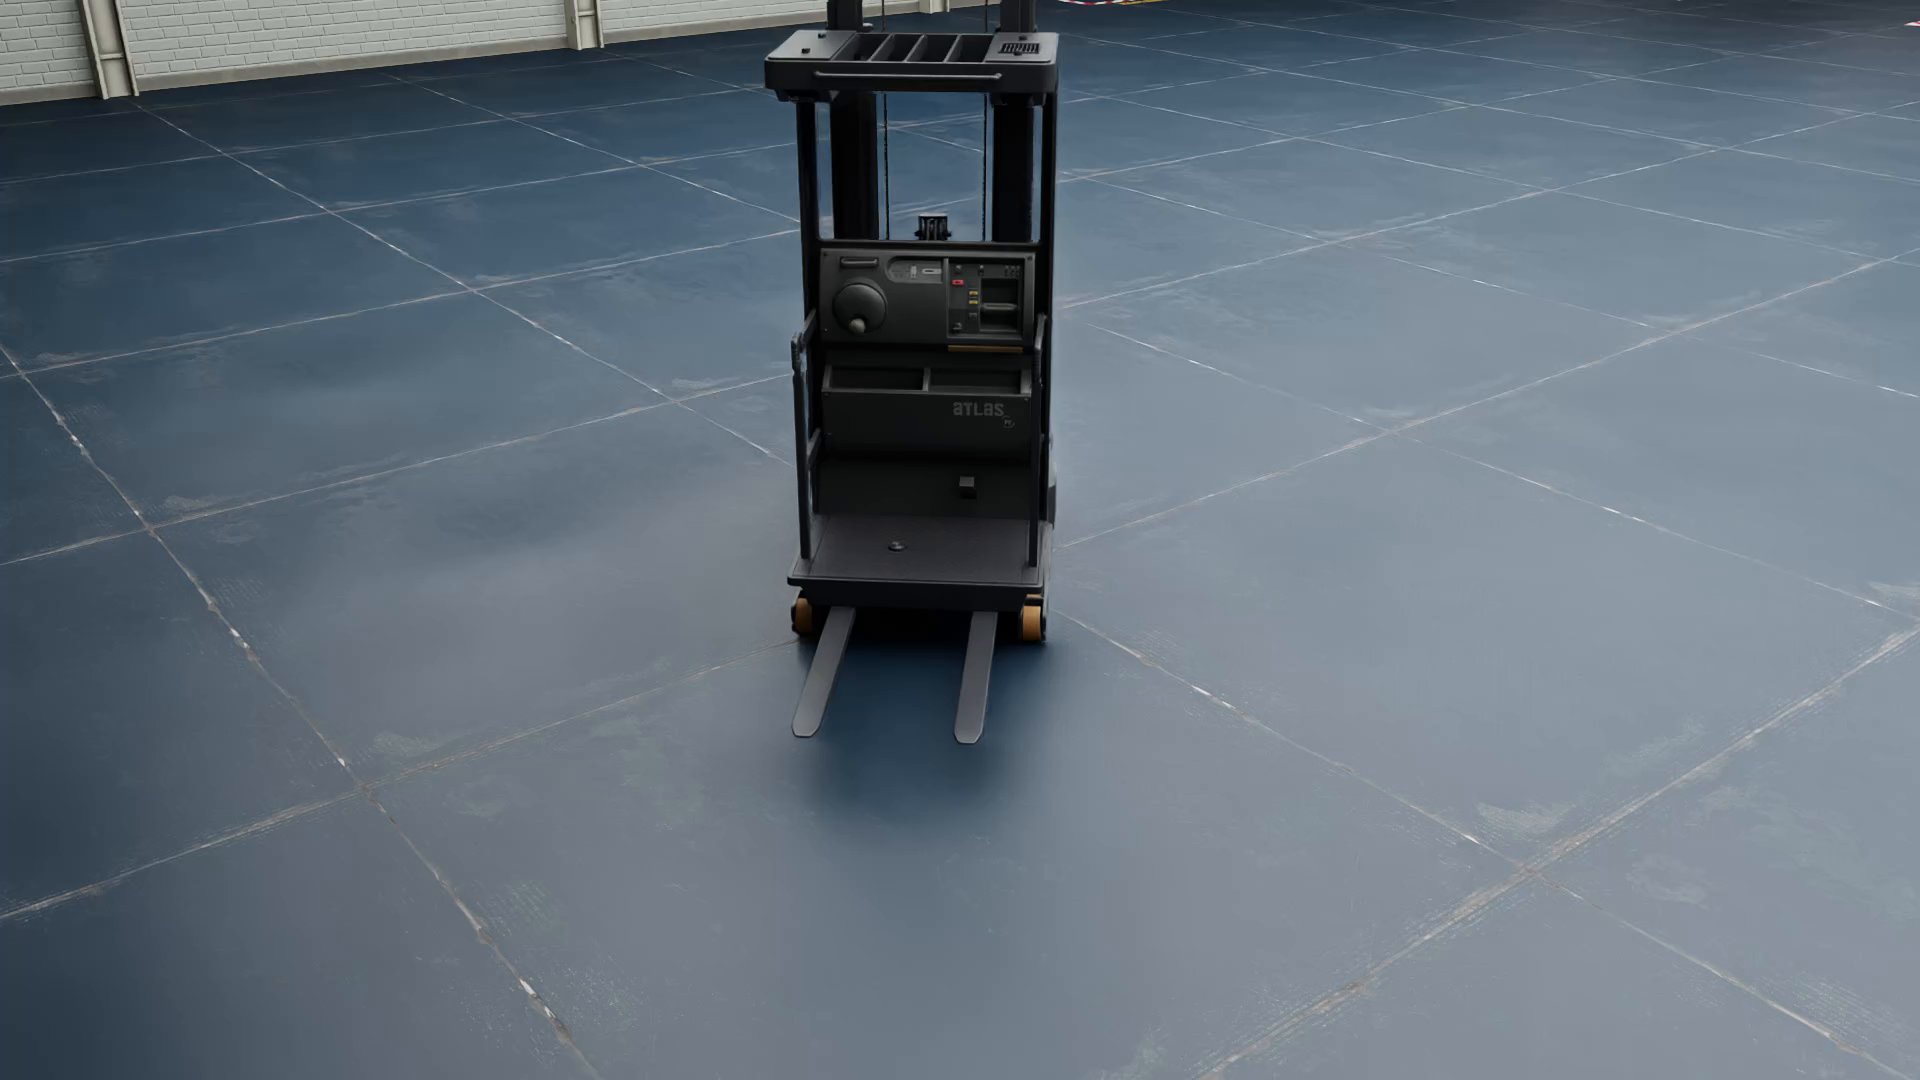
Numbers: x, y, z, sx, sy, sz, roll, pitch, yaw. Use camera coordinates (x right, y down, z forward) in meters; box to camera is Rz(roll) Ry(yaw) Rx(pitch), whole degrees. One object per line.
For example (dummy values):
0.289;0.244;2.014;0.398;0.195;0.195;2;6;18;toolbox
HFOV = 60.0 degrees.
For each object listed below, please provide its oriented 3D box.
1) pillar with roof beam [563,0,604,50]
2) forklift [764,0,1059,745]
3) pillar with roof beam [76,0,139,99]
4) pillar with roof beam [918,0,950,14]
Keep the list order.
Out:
-2.476;-9.418;17.853;0.400;9.000;9.100;-18;31;-34;pillar with roof beam
-0.157;-1.025;6.978;1.130;2.935;3.031;2;25;4;forklift
-7.197;-7.859;14.495;0.400;9.000;9.100;-18;31;-34;pillar with roof beam
2.246;-10.977;21.212;0.400;9.000;9.100;-18;31;-34;pillar with roof beam
